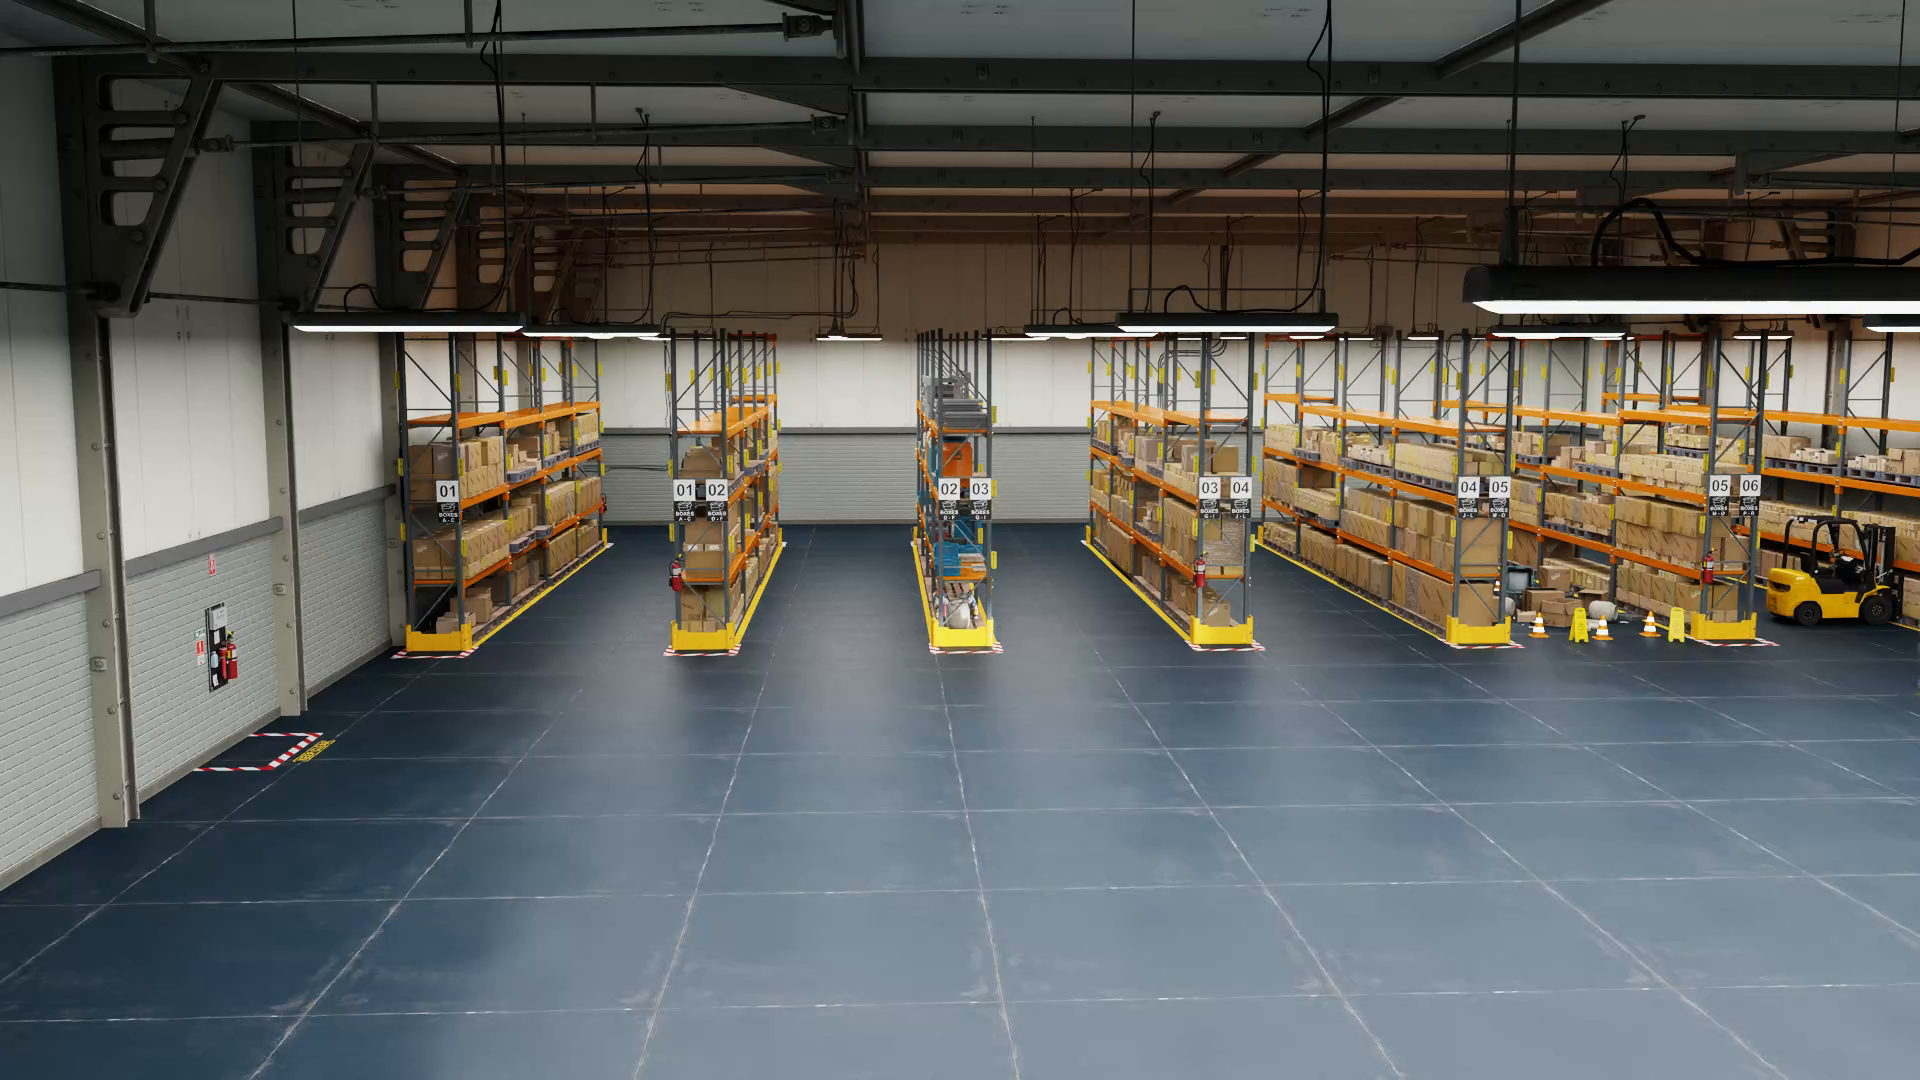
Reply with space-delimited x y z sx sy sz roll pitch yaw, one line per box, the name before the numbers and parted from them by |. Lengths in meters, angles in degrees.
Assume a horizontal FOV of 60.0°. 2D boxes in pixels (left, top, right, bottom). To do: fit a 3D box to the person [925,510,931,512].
person | 2.717 -0.267 43.993 7.258 1.725 4.278 0 7 -1
